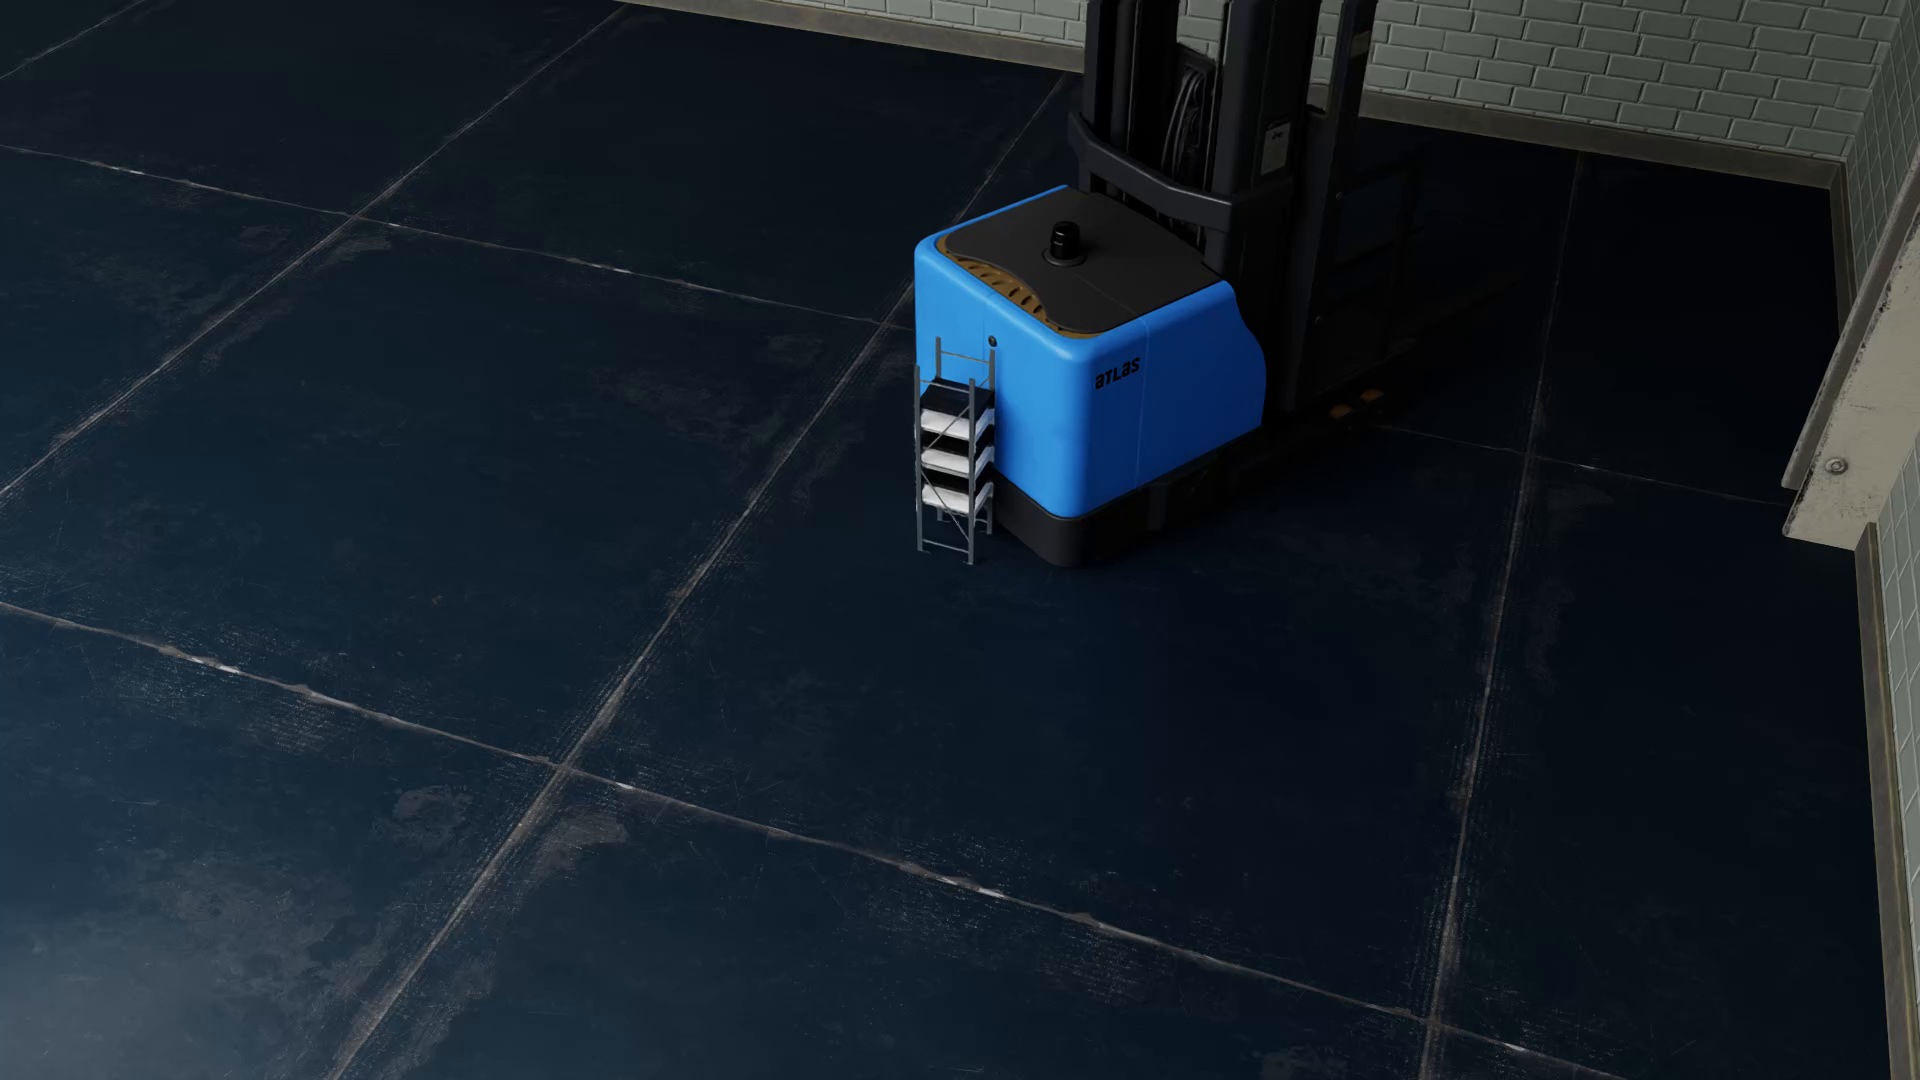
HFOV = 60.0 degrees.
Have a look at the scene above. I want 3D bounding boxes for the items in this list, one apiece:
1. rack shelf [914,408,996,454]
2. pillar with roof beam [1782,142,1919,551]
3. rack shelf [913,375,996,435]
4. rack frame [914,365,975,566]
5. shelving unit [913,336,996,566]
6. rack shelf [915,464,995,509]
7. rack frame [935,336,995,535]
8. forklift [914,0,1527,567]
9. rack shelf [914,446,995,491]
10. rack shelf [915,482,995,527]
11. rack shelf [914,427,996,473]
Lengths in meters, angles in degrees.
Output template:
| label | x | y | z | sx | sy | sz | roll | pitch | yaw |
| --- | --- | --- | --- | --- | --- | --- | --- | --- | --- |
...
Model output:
| label | x | y | z | sx | sy | sz | roll | pitch | yaw |
| --- | --- | --- | --- | --- | --- | --- | --- | --- | --- |
| rack shelf | -0.019 | -0.444 | 6.351 | 0.258 | 0.077 | 0.200 | 15 | 43 | 17 |
| pillar with roof beam | -0.482 | -4.483 | 5.072 | 9.100 | 9.000 | 0.400 | 13 | 42 | 15 |
| rack shelf | -0.019 | -0.512 | 6.293 | 0.258 | 0.077 | 0.200 | 15 | 43 | 17 |
| rack frame | -0.058 | -0.271 | 6.375 | 0.240 | 0.900 | 0.006 | 15 | 43 | 17 |
| shelving unit | -0.019 | -0.332 | 6.446 | 0.258 | 0.900 | 0.210 | 15 | 43 | 17 |
| rack shelf | -0.019 | -0.239 | 6.526 | 0.258 | 0.077 | 0.200 | 15 | 43 | 17 |
| rack frame | 0.020 | -0.393 | 6.518 | 0.240 | 0.900 | 0.006 | 15 | 43 | 17 |
| forklift | 1.287 | -1.791 | 6.591 | 3.031 | 2.935 | 1.130 | -26 | 47 | -27 |
| rack shelf | -0.019 | -0.307 | 6.468 | 0.258 | 0.077 | 0.200 | 15 | 43 | 17 |
| rack shelf | -0.019 | -0.170 | 6.585 | 0.258 | 0.077 | 0.200 | 15 | 43 | 17 |
| rack shelf | -0.019 | -0.375 | 6.409 | 0.258 | 0.077 | 0.200 | 15 | 43 | 17 |
